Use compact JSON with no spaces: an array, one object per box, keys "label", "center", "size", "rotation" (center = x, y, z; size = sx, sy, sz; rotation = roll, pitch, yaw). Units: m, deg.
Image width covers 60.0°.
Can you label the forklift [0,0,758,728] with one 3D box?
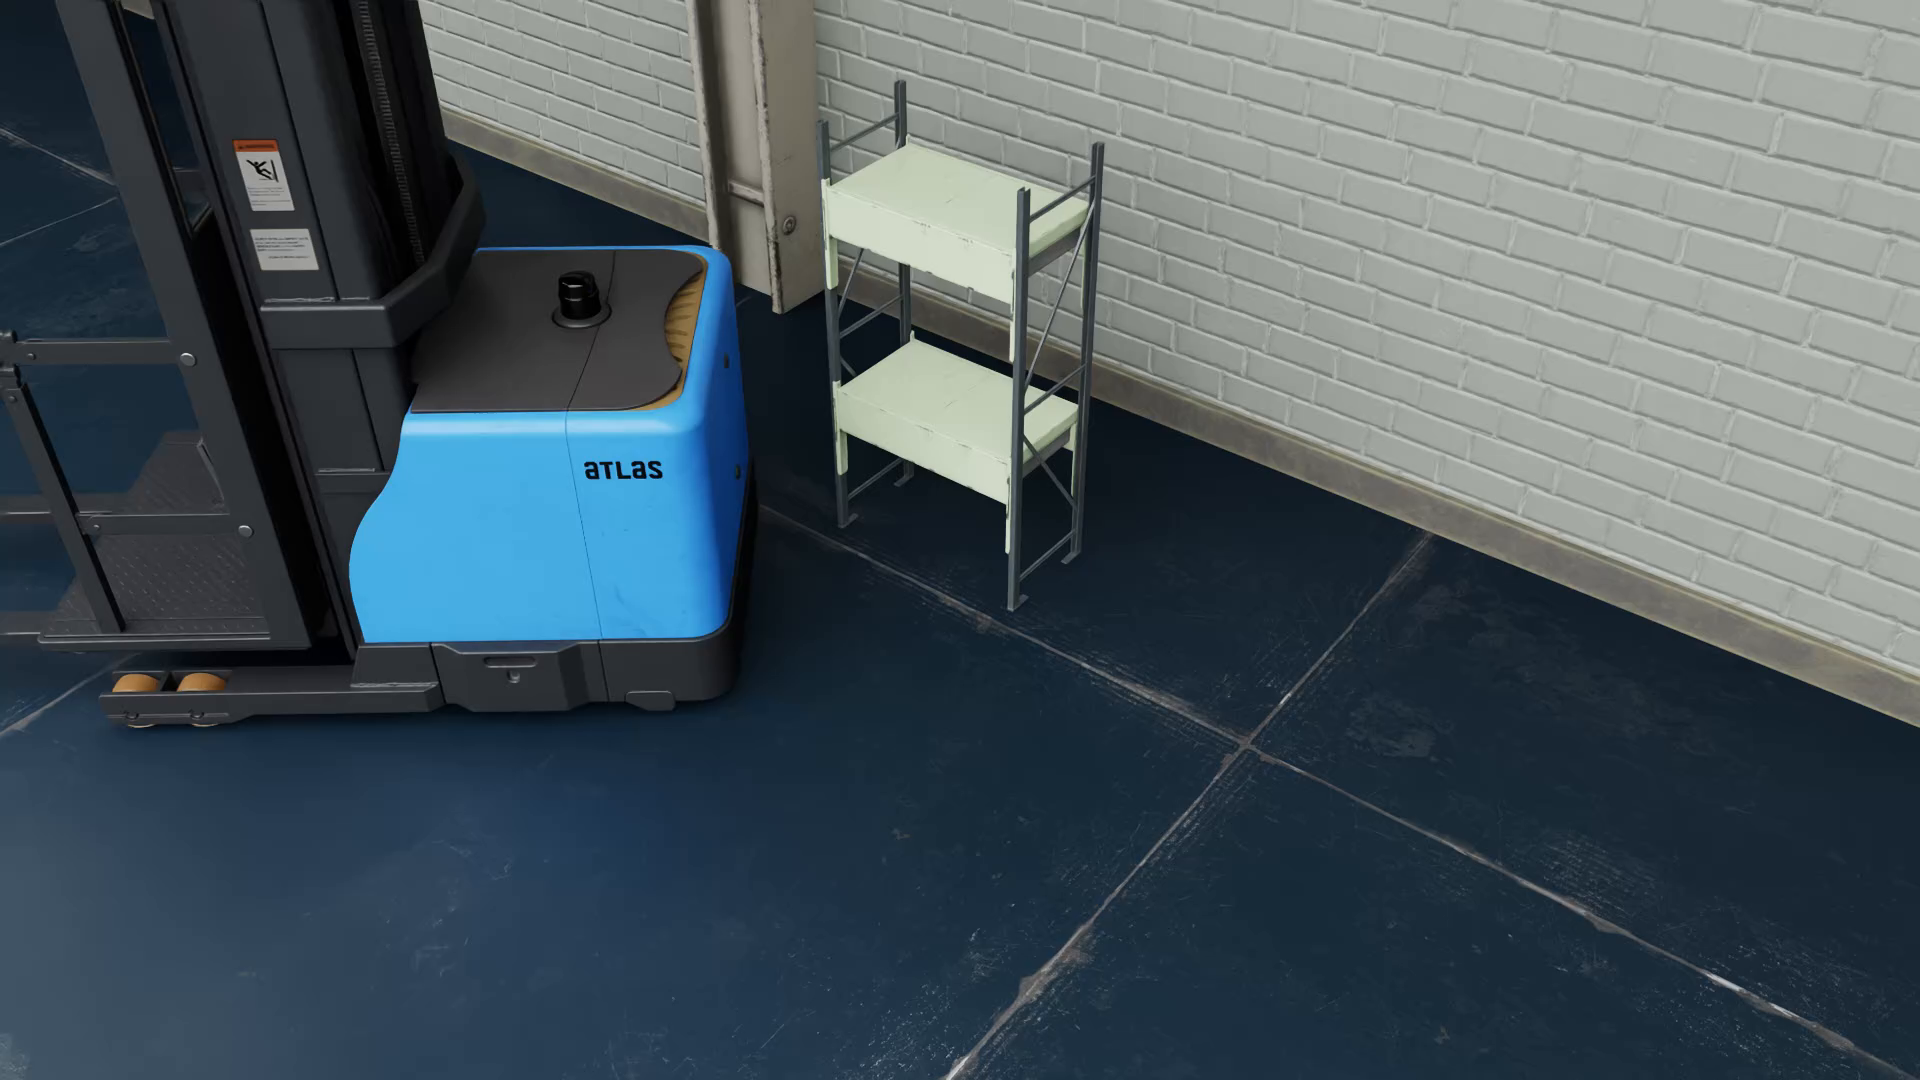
[{"label":"forklift","center":[-2.204,-0.918,4.545],"size":[3.031,2.935,1.130],"rotation":[-1,38,-1]}]

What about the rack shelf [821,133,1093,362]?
[{"label":"rack shelf","center":[-0.005,-0.900,5.050],"size":[0.720,0.370,0.431],"rotation":[25,45,29]}]

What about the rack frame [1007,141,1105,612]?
[{"label":"rack frame","center":[0.285,-0.456,5.116],"size":[0.023,1.500,0.400],"rotation":[25,45,29]}]

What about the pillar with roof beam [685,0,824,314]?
[{"label":"pillar with roof beam","center":[-3.426,-2.527,1.678],"size":[0.400,9.000,9.100],"rotation":[25,45,29]}]

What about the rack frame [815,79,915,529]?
[{"label":"rack frame","center":[-0.296,-0.730,5.466],"size":[0.023,1.500,0.400],"rotation":[25,45,29]}]

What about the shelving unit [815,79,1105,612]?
[{"label":"shelving unit","center":[-0.005,-0.593,5.291],"size":[0.755,1.500,0.431],"rotation":[25,45,29]}]

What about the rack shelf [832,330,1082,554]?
[{"label":"rack shelf","center":[-0.005,-0.336,5.492],"size":[0.720,0.370,0.431],"rotation":[25,45,29]}]
